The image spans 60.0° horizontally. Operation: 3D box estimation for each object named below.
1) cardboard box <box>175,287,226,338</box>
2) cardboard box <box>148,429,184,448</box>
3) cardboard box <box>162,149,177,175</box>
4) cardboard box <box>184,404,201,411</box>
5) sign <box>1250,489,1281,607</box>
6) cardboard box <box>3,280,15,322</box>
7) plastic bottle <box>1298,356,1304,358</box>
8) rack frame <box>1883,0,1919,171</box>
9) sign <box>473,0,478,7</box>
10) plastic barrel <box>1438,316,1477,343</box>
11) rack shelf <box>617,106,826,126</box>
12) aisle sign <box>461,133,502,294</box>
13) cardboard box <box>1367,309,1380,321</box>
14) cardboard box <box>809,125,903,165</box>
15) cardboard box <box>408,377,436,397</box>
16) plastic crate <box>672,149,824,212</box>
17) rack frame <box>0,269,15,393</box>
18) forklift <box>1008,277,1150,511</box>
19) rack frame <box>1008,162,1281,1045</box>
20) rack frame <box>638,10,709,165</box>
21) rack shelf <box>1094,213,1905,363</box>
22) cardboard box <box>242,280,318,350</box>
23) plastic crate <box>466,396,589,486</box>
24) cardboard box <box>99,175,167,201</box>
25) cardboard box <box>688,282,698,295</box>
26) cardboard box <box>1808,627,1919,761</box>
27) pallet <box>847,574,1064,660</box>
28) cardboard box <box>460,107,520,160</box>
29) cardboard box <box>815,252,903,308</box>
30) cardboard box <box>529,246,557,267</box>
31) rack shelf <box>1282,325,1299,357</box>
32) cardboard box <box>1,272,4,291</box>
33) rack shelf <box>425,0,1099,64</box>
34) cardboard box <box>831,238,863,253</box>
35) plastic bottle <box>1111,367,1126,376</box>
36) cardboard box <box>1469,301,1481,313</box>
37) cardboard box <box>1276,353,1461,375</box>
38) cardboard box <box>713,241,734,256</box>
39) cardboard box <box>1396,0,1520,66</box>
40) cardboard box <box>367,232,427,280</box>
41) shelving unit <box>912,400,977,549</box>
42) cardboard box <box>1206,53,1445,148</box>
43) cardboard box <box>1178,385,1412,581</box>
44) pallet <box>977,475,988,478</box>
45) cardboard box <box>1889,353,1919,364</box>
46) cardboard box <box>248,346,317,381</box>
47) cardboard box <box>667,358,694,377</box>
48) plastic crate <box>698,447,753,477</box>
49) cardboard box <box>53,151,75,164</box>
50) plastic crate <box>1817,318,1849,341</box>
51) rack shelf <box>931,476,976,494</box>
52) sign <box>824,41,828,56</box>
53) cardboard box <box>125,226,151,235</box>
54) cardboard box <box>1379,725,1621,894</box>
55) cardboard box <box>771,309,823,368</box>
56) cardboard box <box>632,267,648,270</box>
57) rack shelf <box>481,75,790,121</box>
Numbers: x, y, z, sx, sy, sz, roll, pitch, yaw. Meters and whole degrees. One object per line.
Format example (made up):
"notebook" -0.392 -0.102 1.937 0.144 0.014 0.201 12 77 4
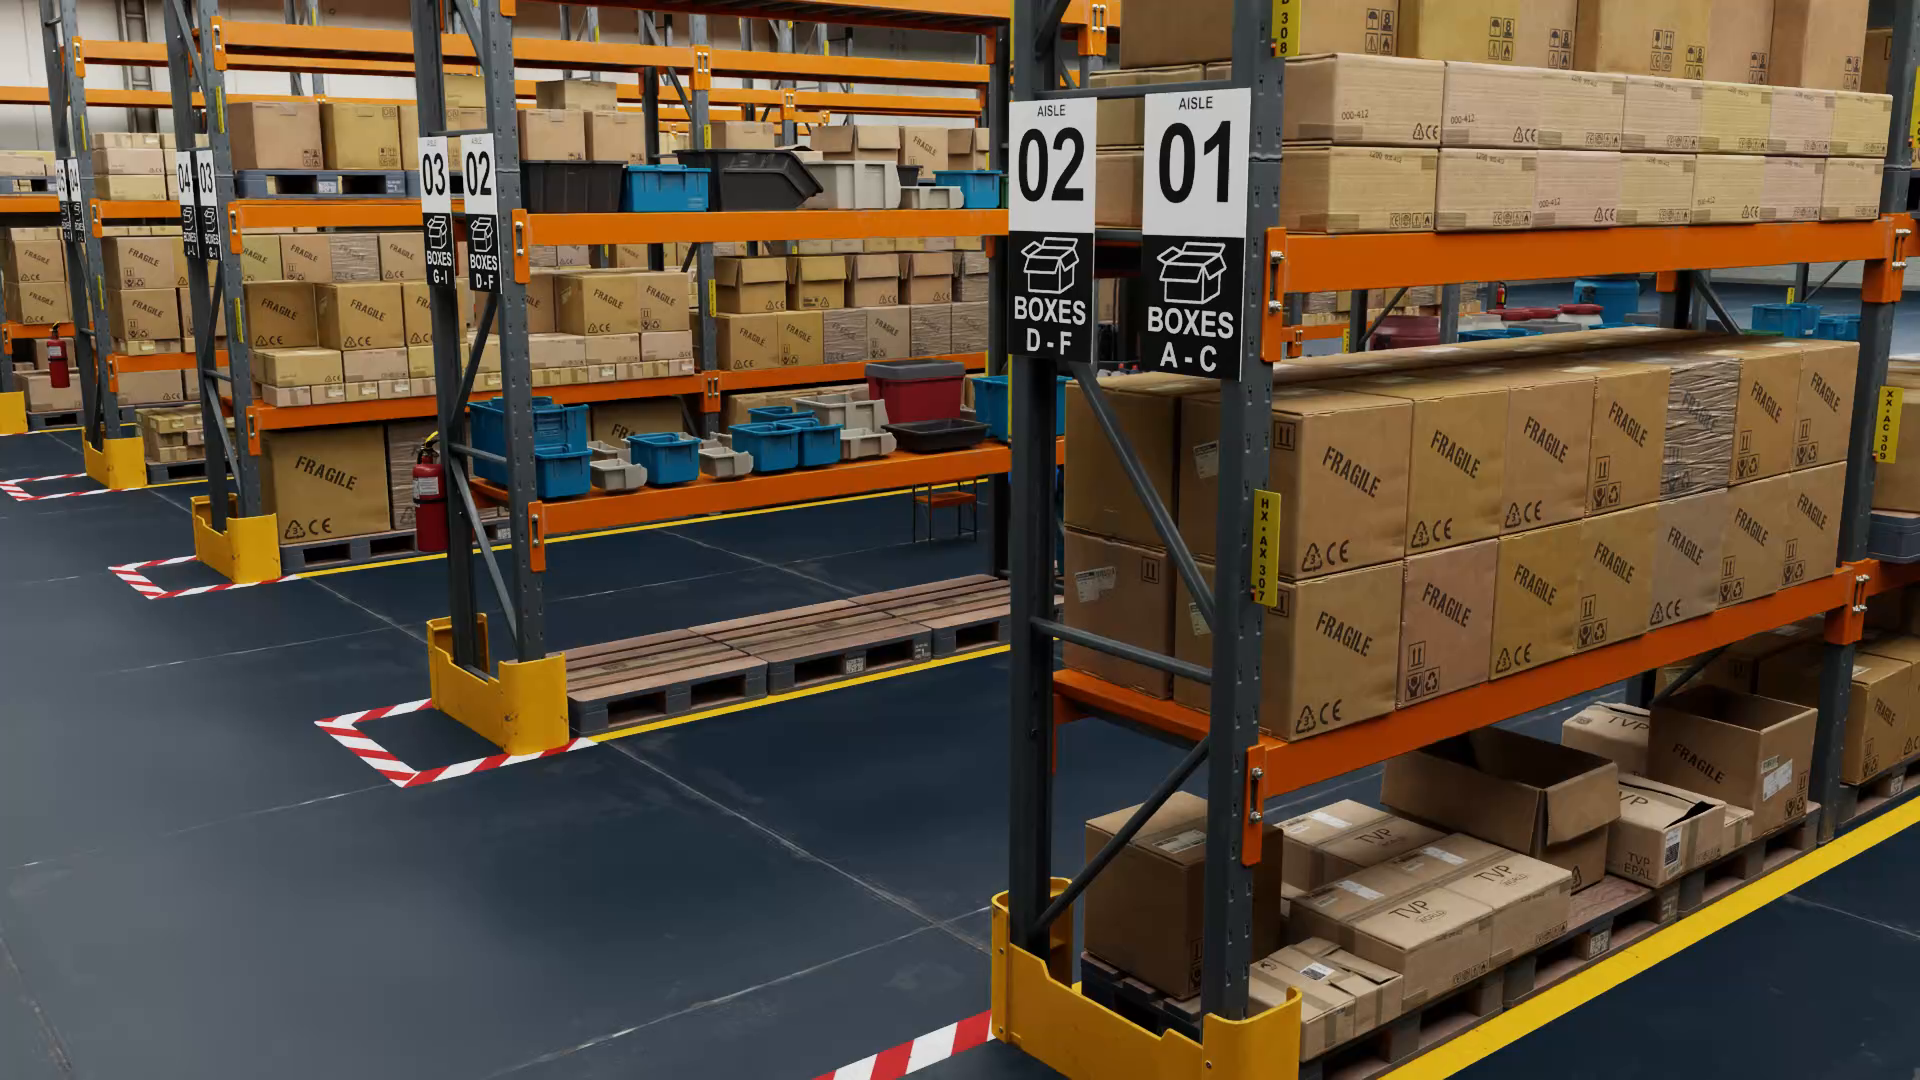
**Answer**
"cardboard box" -7.756 -2.348 17.007 0.500 0.500 0.500 -9 15 -38
"cardboard box" -8.112 -1.049 16.984 0.250 0.149 0.380 -9 15 -35
"cardboard box" -7.769 -3.787 16.680 0.500 0.250 0.500 -10 15 -38
"cardboard box" -8.071 -1.355 17.711 0.250 0.149 0.380 -10 15 -39
"sign" 0.863 0.023 4.714 0.005 0.325 0.100 -9 15 -38
"cardboard box" -11.641 -3.010 20.844 0.500 0.500 0.500 -9 15 -37
"plastic bottle" 2.778 -1.359 13.606 0.135 0.276 0.152 -9 15 -38
"rack frame" 3.648 -3.095 7.040 0.127 3.000 1.000 -9 15 -38
"sign" -5.233 -5.925 17.928 0.005 0.325 0.100 -9 15 -38
"plastic barrel" 4.349 -1.706 14.673 0.421 0.512 0.421 0 12 0
"rack shelf" -4.044 -6.541 25.961 4.000 0.370 1.077 -9 15 -38
"aisle sign" -2.438 -1.659 8.464 0.004 0.787 0.394 -9 15 -38
"cardboard box" 5.025 -2.828 20.831 0.250 0.149 0.380 -9 15 -38
"cardboard box" -0.996 -3.741 16.046 0.637 0.503 0.797 -10 15 -38
"cardboard box" -4.377 -1.252 13.408 0.250 0.149 0.380 -10 15 -39
"plastic crate" -1.203 -2.036 9.423 0.767 0.338 0.504 -9 15 -38
"rack frame" -11.852 -2.856 20.357 0.127 3.000 1.000 -9 15 -38
"forklift" 1.642 -1.829 15.687 1.130 2.935 3.031 11 16 41
"rack frame" 0.524 0.359 5.219 0.127 3.000 1.000 -9 15 -38
"rack frame" -2.538 -4.702 14.609 0.127 3.000 1.000 -9 15 -38
"rack shelf" 2.086 -1.016 6.204 4.000 0.370 1.077 -9 15 -38
"cardboard box" -5.445 -1.794 13.193 0.500 0.500 0.500 -9 15 -37
"plastic crate" -2.423 -0.566 9.342 0.499 0.435 0.616 -9 15 -38
"cardboard box" -8.171 -3.477 16.421 0.500 0.250 0.500 -9 15 -36
"cardboard box" -3.338 -3.061 20.199 0.250 0.149 0.380 -10 15 -38
"cardboard box" 4.587 0.753 8.321 0.500 0.500 0.500 -9 15 -37
"pallet" 0.006 0.501 11.260 1.213 0.211 1.003 -9 15 -38
"cardboard box" -4.031 -3.313 13.796 0.500 0.500 0.700 -9 15 -35
"cardboard box" -1.026 -2.562 16.316 0.637 0.503 0.797 -9 15 -36
"cardboard box" -6.241 -4.255 24.296 0.500 0.500 0.500 -9 15 -37
"rack shelf" 2.147 -2.194 18.973 4.000 0.370 1.077 -9 15 -38
"cardboard box" -14.040 -3.813 24.511 0.500 0.250 0.500 -9 15 -37
"rack shelf" -1.006 -3.092 9.720 4.000 0.370 1.077 -9 15 -38
"cardboard box" -1.683 -3.765 21.989 0.500 0.500 0.700 -10 15 -38
"plastic bottle" 1.160 -1.089 12.156 0.185 0.351 0.144 -9 15 -38
"cardboard box" 6.739 -3.131 22.259 0.250 0.149 0.380 -9 15 -38
"cardboard box" 1.496 -0.416 6.216 0.500 0.500 0.500 -9 15 -36
"cardboard box" -3.901 -4.517 26.212 0.500 0.500 0.500 -10 16 -40
"cardboard box" 1.358 -1.767 5.360 0.500 0.500 0.700 -9 15 -38
"cardboard box" -6.156 -3.096 18.123 0.500 0.500 0.500 -10 16 -39
"shelving unit" -0.129 -0.565 13.903 0.503 1.200 0.258 -9 15 -38
"cardboard box" 1.088 -1.304 4.986 0.500 0.250 0.500 -9 15 -38
"cardboard box" 1.035 -0.194 5.174 0.500 0.500 0.500 -9 15 -36
"pallet" -0.077 -0.833 17.542 1.213 0.211 1.003 -9 15 -38
"cardboard box" 5.516 -0.746 9.169 0.500 0.500 0.700 -6 13 -27
"cardboard box" -5.449 -1.427 13.271 0.500 0.250 0.500 -10 15 -39
"cardboard box" -2.571 -1.552 14.822 0.250 0.149 0.380 -9 15 -37
"plastic crate" -1.337 -0.441 9.472 0.298 0.136 0.250 -9 15 -38
"cardboard box" -13.268 -5.660 24.780 0.500 0.250 0.500 -9 15 -36
"plastic crate" 9.212 -2.252 17.870 0.408 0.251 0.499 -9 15 -38
"rack shelf" -0.129 -0.500 13.917 0.480 0.148 0.258 -9 15 -38
"sign" -2.131 -7.793 26.533 0.005 0.325 0.100 -9 15 -38
"cardboard box" -10.380 -3.878 20.963 0.250 0.149 0.380 -9 15 -37
"cardboard box" 2.184 1.090 6.725 0.637 0.503 0.797 -9 15 -38
"cardboard box" -1.631 -1.901 15.620 0.500 0.500 0.500 -9 15 -38
"cardboard box" -3.941 -3.279 20.509 0.250 0.149 0.380 -9 15 -36
"rack shelf" -3.996 -5.232 19.798 4.000 0.370 1.077 -9 15 -38
